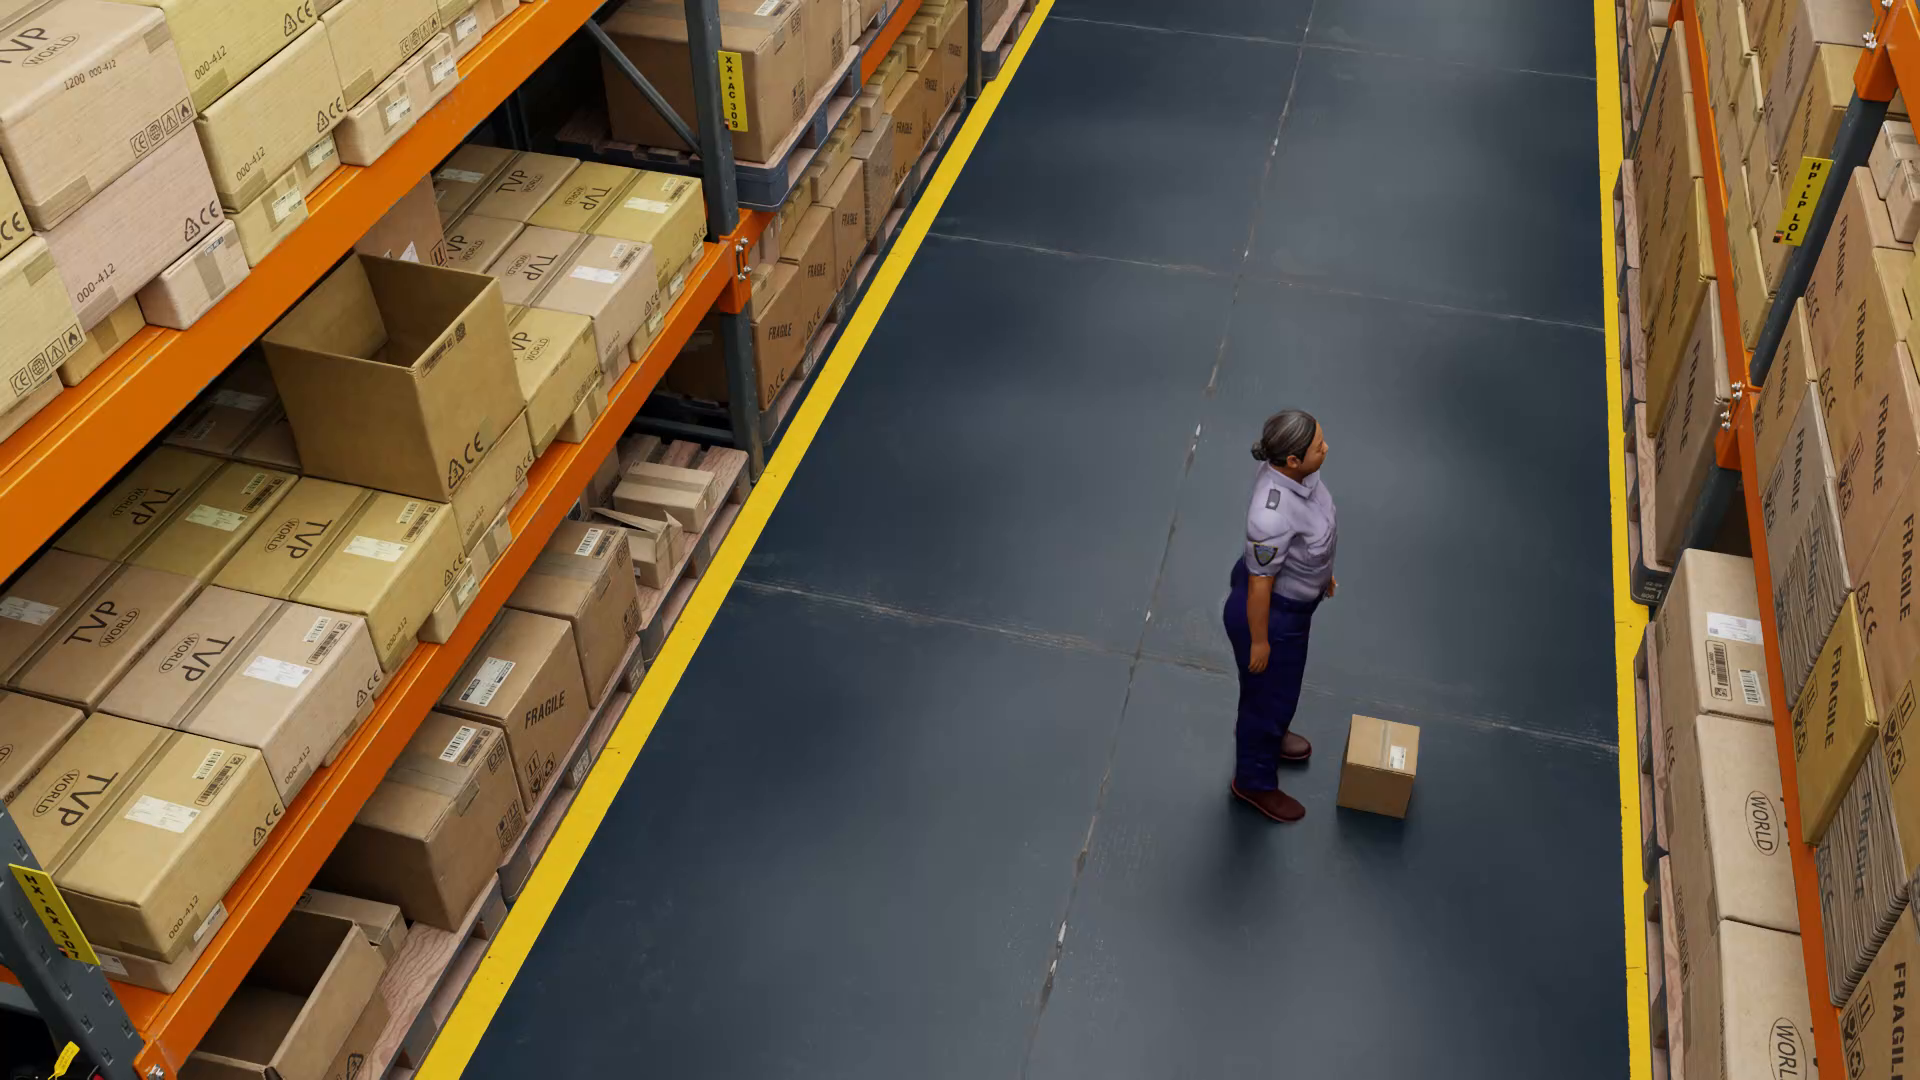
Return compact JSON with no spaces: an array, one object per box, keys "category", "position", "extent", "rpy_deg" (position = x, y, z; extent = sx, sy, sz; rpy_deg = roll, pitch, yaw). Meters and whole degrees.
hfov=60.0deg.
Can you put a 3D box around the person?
[{"category":"person","position":[1.148,0.245,5.880],"extent":[0.417,1.689,0.526],"rpy_deg":[10,42,11]}]
